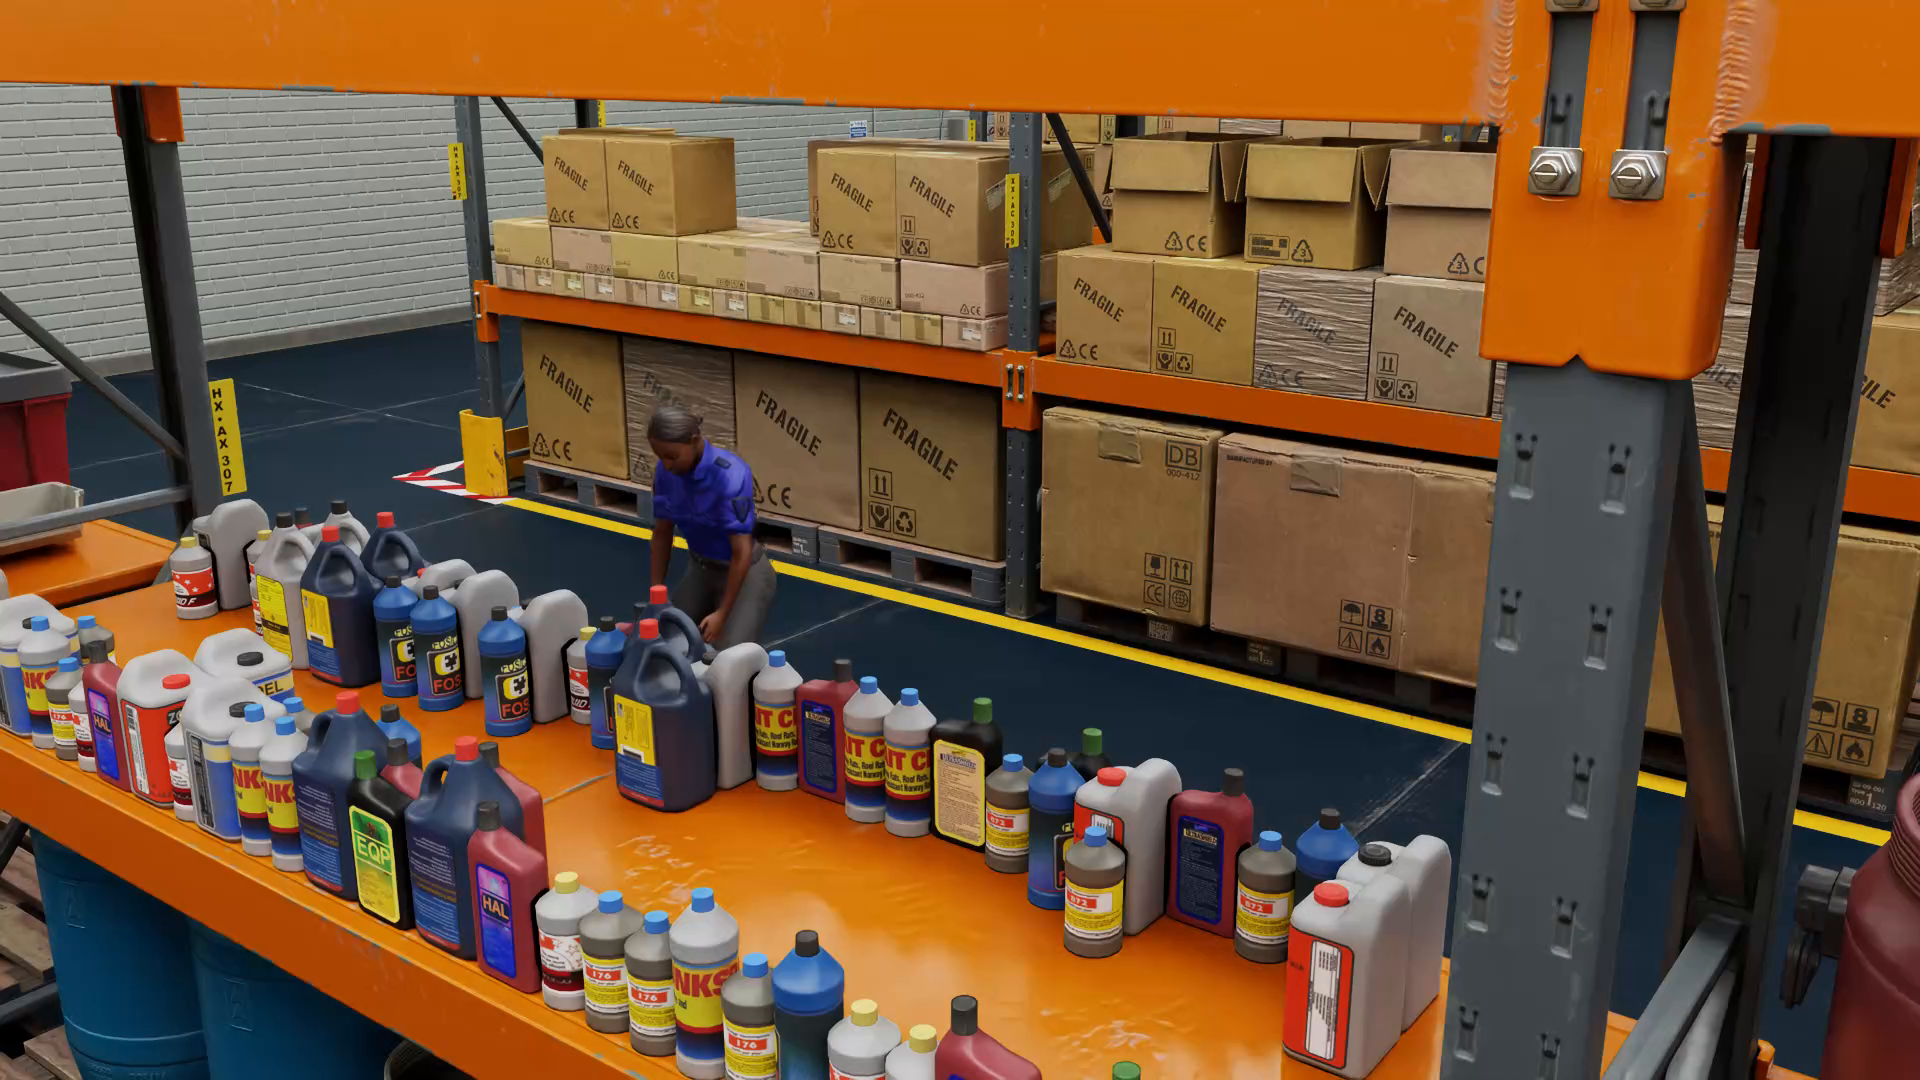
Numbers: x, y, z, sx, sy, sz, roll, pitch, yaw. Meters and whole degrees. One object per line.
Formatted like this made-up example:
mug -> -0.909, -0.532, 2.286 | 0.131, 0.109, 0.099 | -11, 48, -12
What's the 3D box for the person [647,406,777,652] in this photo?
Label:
person -> -0.917, 0.202, 6.198 | 0.487, 1.487, 0.534 | 12, 21, 36
